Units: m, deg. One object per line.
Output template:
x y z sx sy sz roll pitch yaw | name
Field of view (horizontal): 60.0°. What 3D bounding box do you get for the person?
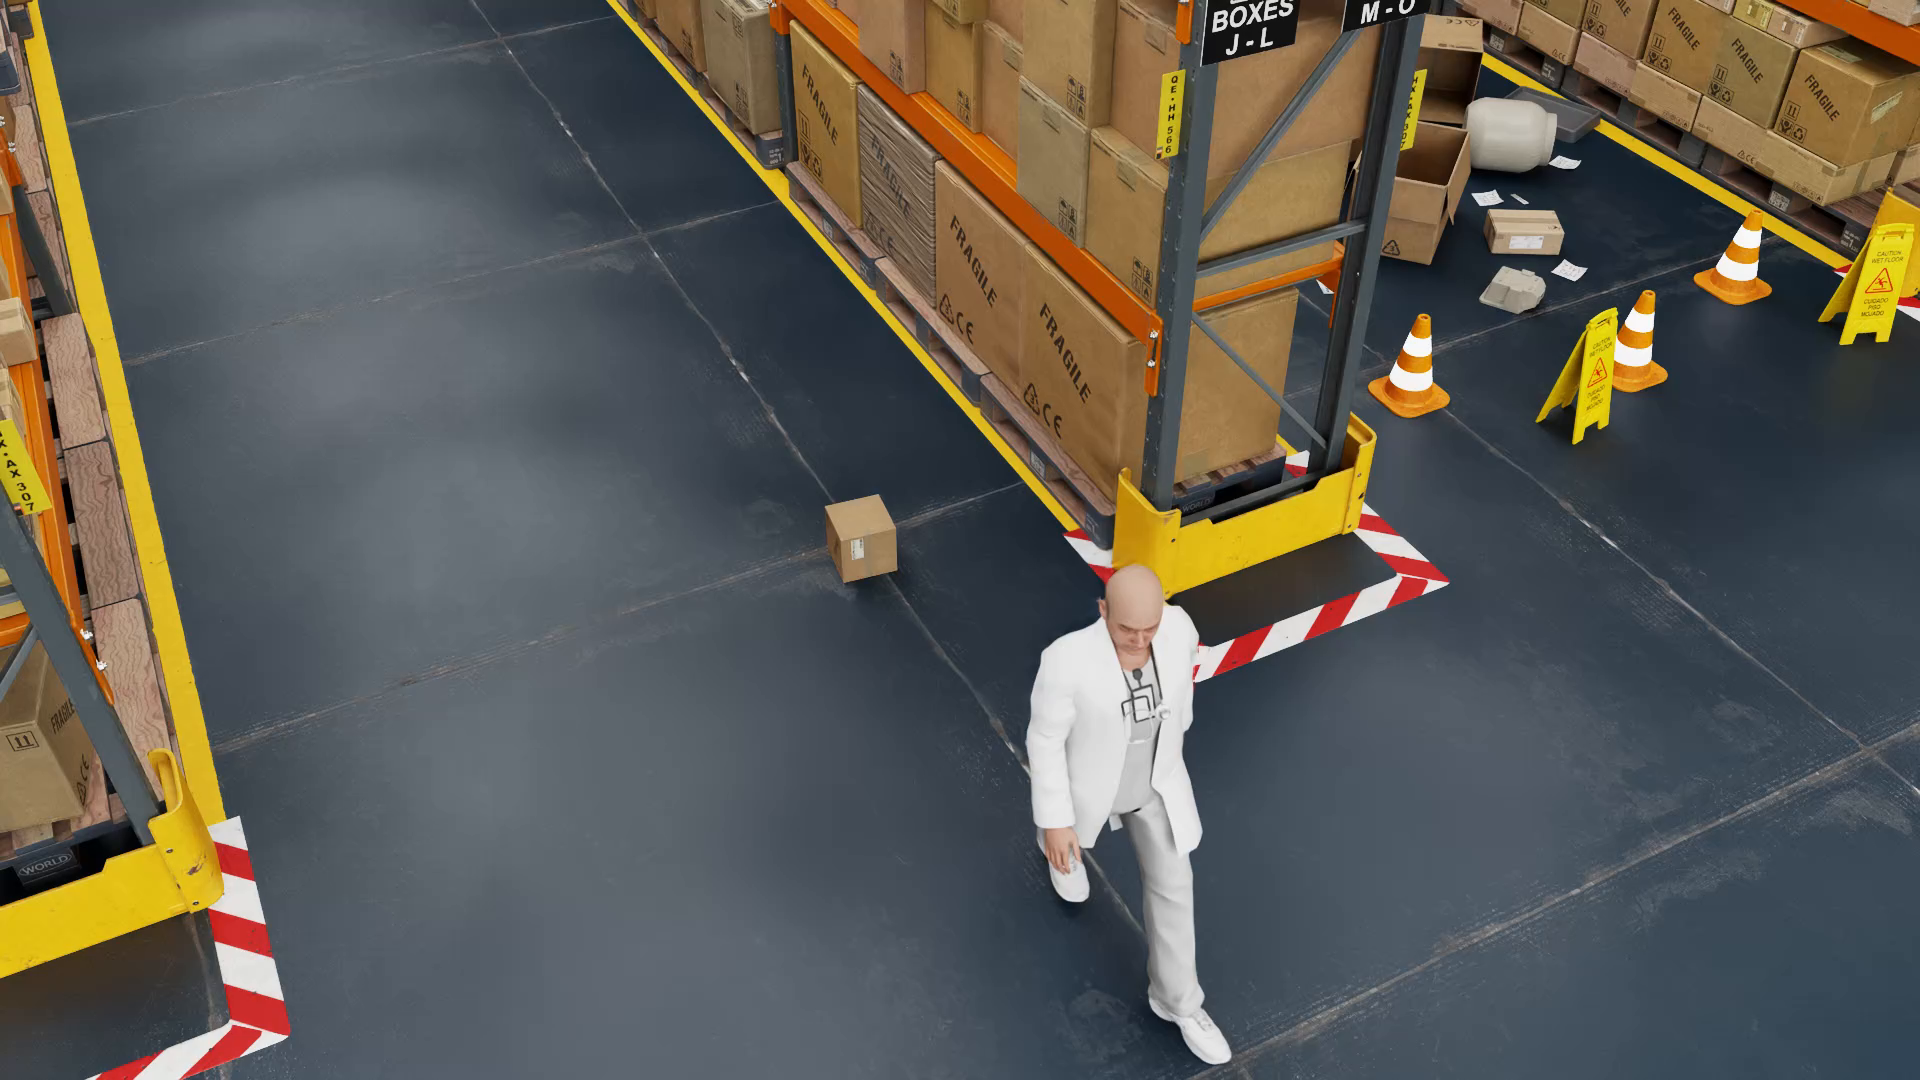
0.521 0.783 5.249 0.636 1.713 1.131 -11 42 -12 | person
